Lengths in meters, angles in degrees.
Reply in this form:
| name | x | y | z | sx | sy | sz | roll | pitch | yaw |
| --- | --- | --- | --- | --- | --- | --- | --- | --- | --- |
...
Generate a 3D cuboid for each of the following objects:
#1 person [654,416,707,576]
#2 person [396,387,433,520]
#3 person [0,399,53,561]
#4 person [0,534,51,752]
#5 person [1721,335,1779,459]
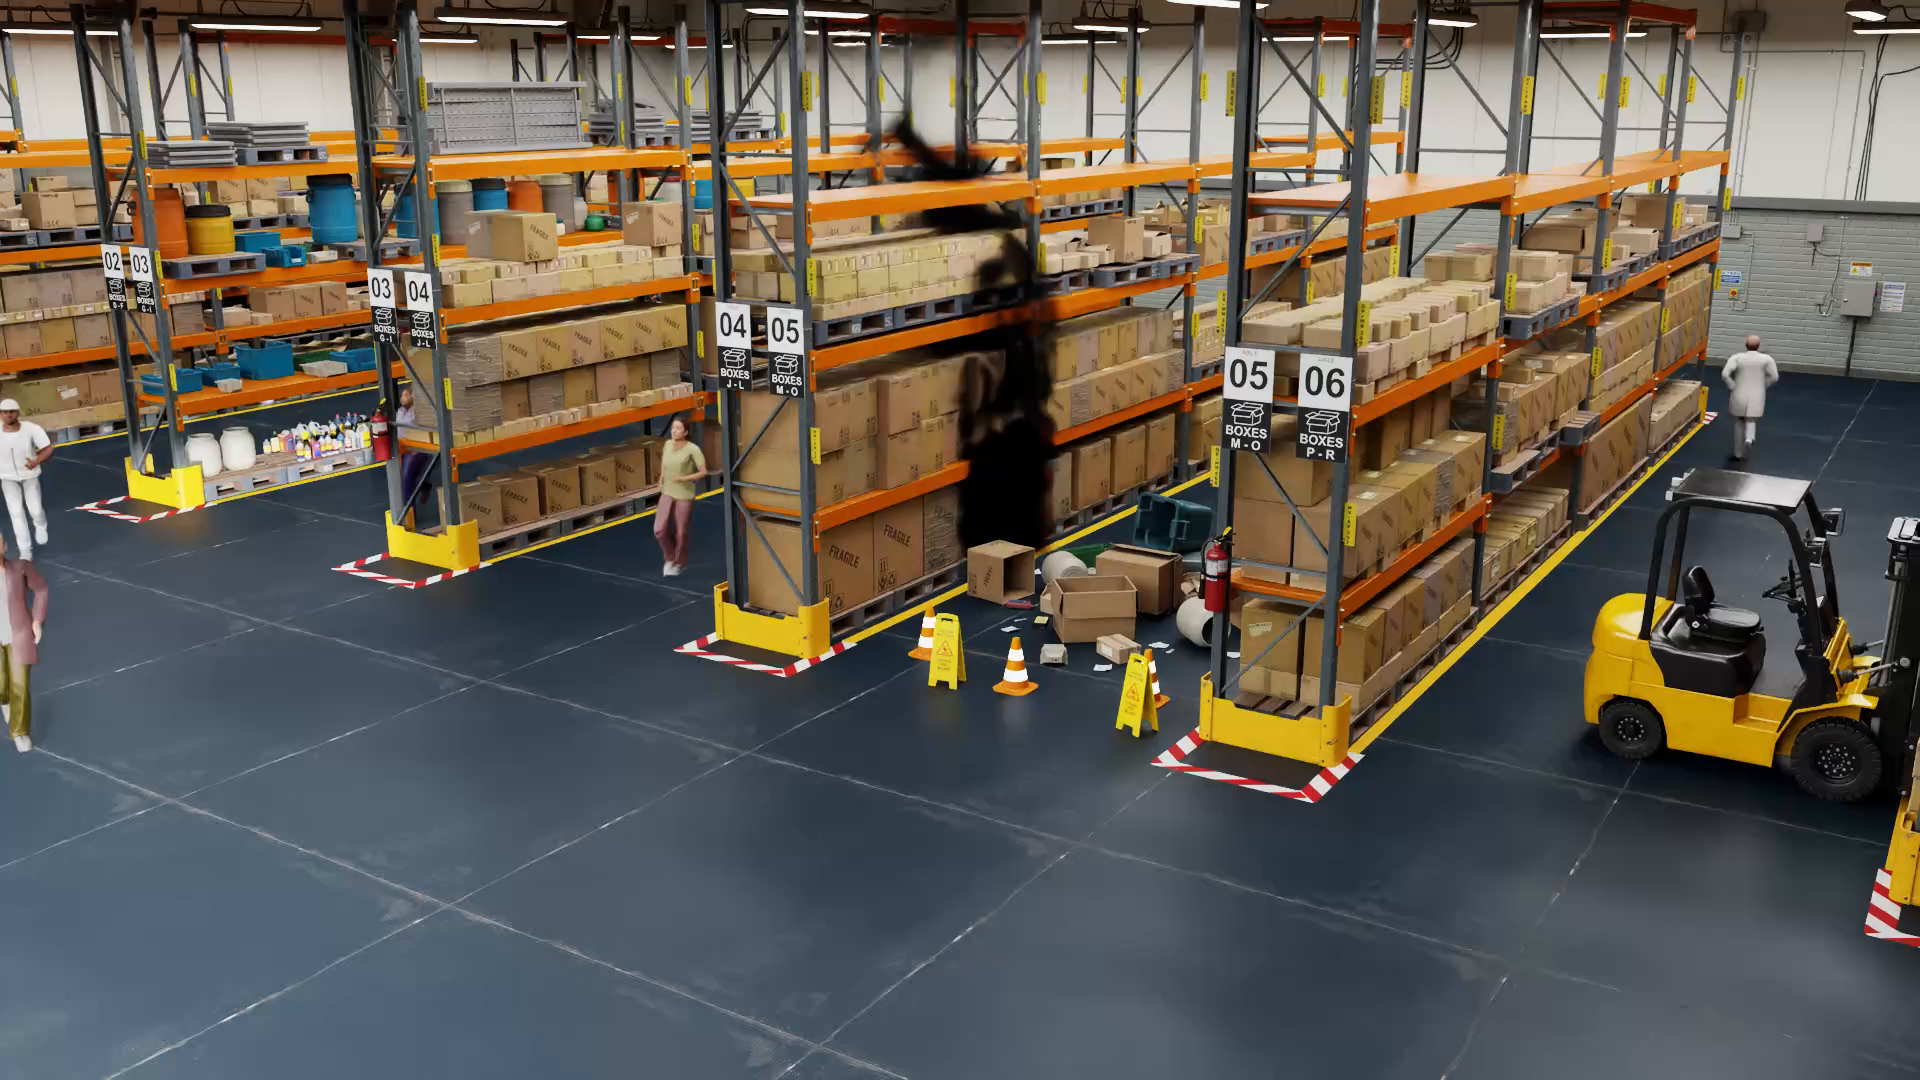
| name | x | y | z | sx | sy | sz | roll | pitch | yaw |
| --- | --- | --- | --- | --- | --- | --- | --- | --- | --- |
| person | -2.796 | -0.419 | 16.618 | 0.589 | 1.658 | 0.518 | 5 | 16 | 18 |
| person | -6.572 | -1.030 | 19.948 | 0.606 | 1.587 | 0.741 | 8 | 17 | 26 |
| person | -10.406 | -0.700 | 18.407 | 0.717 | 1.759 | 0.878 | -7 | 17 | -22 |
| person | -7.603 | 0.767 | 13.243 | 0.719 | 1.752 | 0.755 | -8 | 18 | -27 |
| person | 10.850 | -1.954 | 22.925 | 0.720 | 1.750 | 0.921 | 7 | 17 | 22 |
